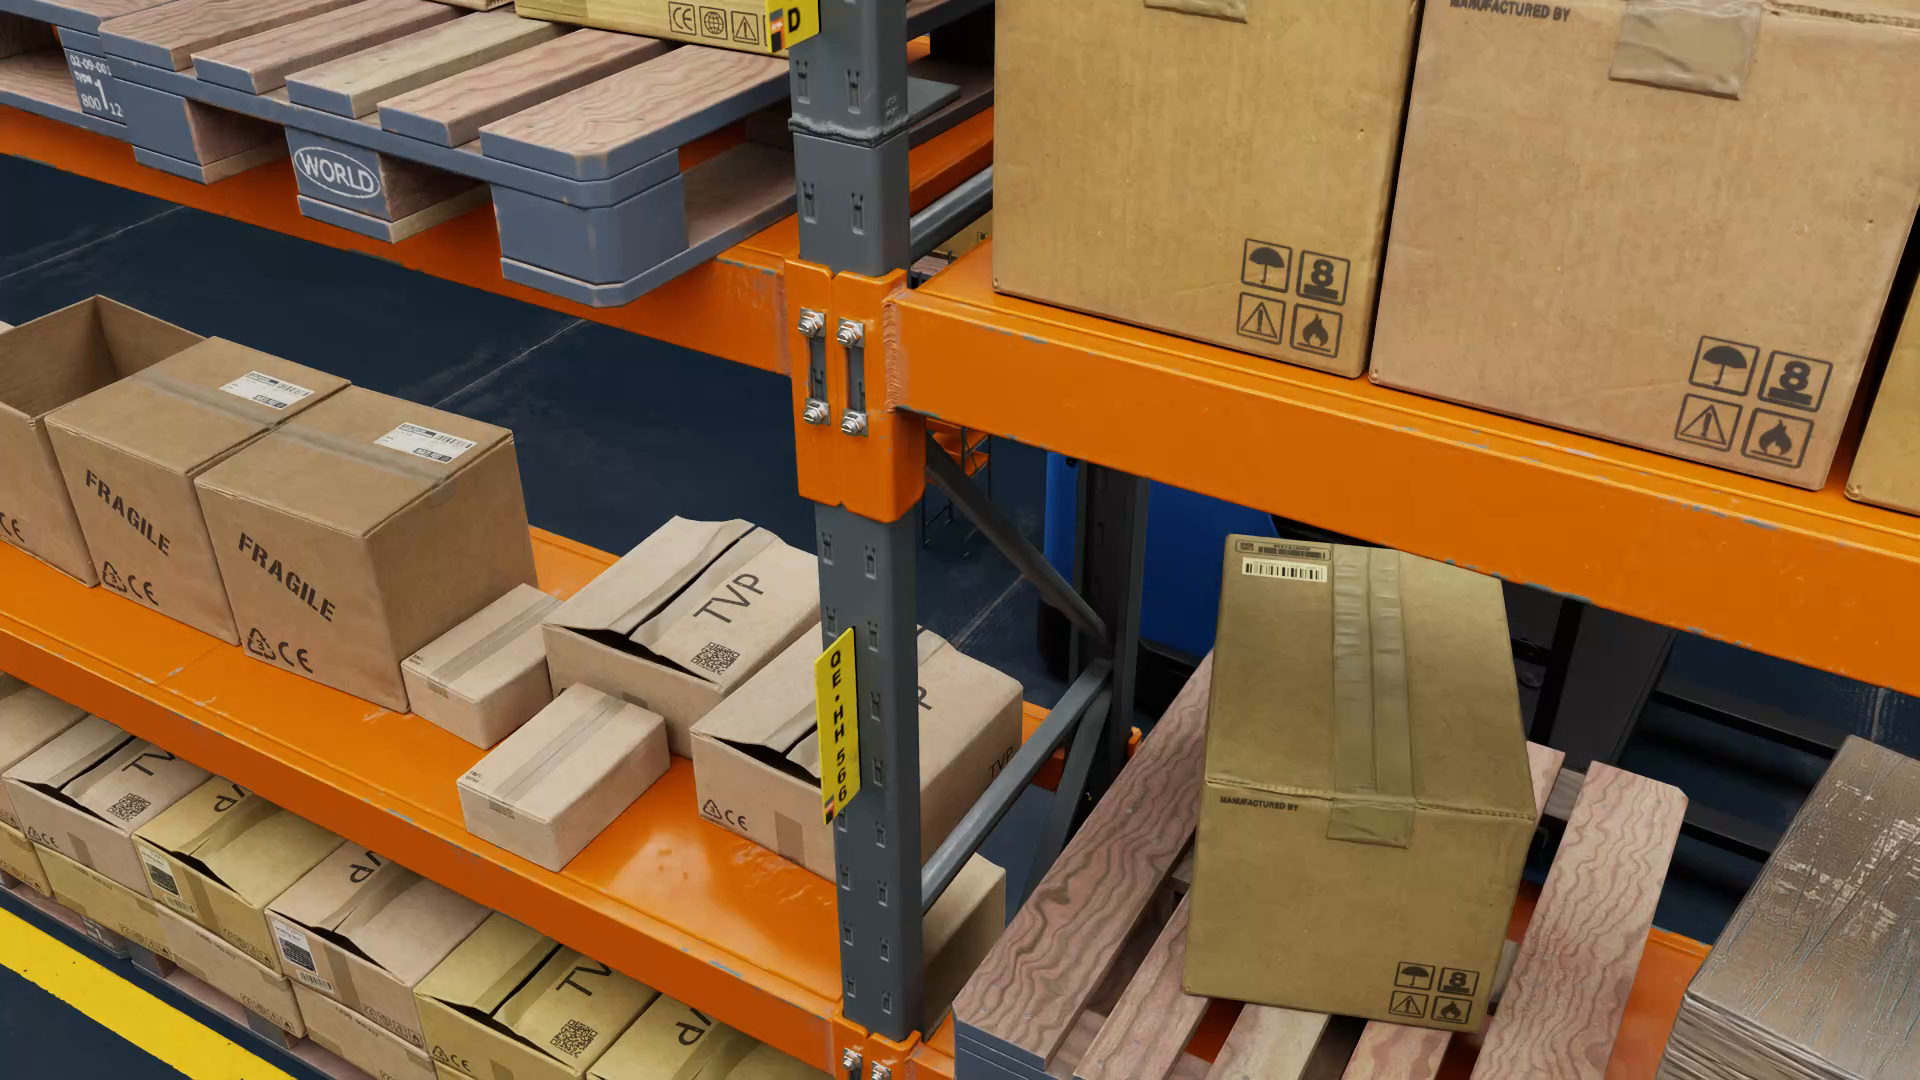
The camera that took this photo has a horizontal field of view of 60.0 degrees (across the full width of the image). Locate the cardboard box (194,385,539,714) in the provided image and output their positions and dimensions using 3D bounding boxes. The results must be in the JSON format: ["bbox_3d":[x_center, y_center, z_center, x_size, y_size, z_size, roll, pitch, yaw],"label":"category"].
[{"bbox_3d":[-1.380,0.009,3.939,0.500,0.500,0.500,16,37,22],"label":"cardboard box"}]

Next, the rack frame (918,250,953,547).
[{"bbox_3d":[-0.092,-0.529,6.461,0.006,1.200,0.240,18,37,24],"label":"rack frame"}]

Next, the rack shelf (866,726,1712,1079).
[{"bbox_3d":[1.821,1.354,2.659,4.000,0.370,1.077,18,37,24],"label":"rack shelf"}]

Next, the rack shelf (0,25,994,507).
[{"bbox_3d":[-1.652,-0.995,3.480,4.000,0.370,1.077,18,37,24],"label":"rack shelf"}]

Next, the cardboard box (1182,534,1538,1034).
[{"bbox_3d":[0.687,0.407,2.963,0.500,0.500,0.700,6,34,9],"label":"cardboard box"}]

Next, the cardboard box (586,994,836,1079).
[{"bbox_3d":[-0.492,1.215,3.815,0.500,0.311,0.500,19,38,26],"label":"cardboard box"}]

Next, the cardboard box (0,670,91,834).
[{"bbox_3d":[-2.721,0.515,4.867,0.500,0.311,0.500,17,37,24],"label":"cardboard box"}]

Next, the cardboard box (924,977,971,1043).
[{"bbox_3d":[-0.224,1.189,4.360,0.500,0.250,0.500,17,37,24],"label":"cardboard box"}]

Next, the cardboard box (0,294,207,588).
[{"bbox_3d":[-2.272,-0.273,4.364,0.500,0.500,0.500,20,39,28],"label":"cardboard box"}]

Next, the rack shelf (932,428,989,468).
[{"bbox_3d":[-0.013,-0.367,6.515,0.180,0.103,0.258,18,37,24],"label":"rack shelf"}]

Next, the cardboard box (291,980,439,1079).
[{"bbox_3d":[-1.377,1.167,4.393,0.500,0.250,0.500,18,38,25],"label":"cardboard box"}]

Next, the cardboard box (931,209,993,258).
[{"bbox_3d":[0.187,-1.811,8.621,0.500,0.500,0.700,17,37,23],"label":"cardboard box"}]

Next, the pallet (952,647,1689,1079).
[{"bbox_3d":[0.708,0.737,3.110,1.003,0.211,1.213,18,37,24],"label":"pallet"}]

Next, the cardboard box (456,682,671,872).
[{"bbox_3d":[-0.833,0.495,3.527,0.250,0.149,0.380,18,37,24],"label":"cardboard box"}]

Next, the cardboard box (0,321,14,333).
[{"bbox_3d":[-2.939,-0.419,4.808,0.500,0.250,0.500,20,39,27],"label":"cardboard box"}]

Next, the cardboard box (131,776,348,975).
[{"bbox_3d":[-1.817,0.796,4.444,0.500,0.311,0.500,19,38,26],"label":"cardboard box"}]

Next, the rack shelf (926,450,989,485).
[{"bbox_3d":[-0.013,-0.267,6.581,0.180,0.103,0.258,18,37,24],"label":"rack shelf"}]

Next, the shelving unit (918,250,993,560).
[{"bbox_3d":[-0.013,-0.503,6.423,0.189,1.200,0.258,18,37,24],"label":"shelving unit"}]

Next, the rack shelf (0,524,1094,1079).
[{"bbox_3d":[-1.652,0.254,4.311,4.000,0.370,1.077,18,37,24],"label":"rack shelf"}]

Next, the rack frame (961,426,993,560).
[{"bbox_3d":[0.067,-0.478,6.386,0.006,1.200,0.240,18,37,24],"label":"rack frame"}]

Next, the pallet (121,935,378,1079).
[{"bbox_3d":[-1.666,1.084,4.932,1.213,0.211,1.003,18,37,24],"label":"pallet"}]

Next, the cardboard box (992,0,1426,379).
[{"bbox_3d":[0.480,-0.682,2.271,0.500,0.500,0.910,18,37,24],"label":"cardboard box"}]

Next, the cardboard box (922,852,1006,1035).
[{"bbox_3d":[-0.224,0.955,4.205,0.500,0.311,0.500,19,38,26],"label":"cardboard box"}]

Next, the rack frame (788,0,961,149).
[{"bbox_3d":[0.085,-1.992,1.623,0.127,3.000,1.000,18,37,24],"label":"rack frame"}]

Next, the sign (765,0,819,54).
[{"bbox_3d":[-0.198,-0.727,1.892,0.005,0.325,0.100,18,37,24],"label":"sign"}]

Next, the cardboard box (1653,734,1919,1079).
[{"bbox_3d":[1.387,0.751,2.448,0.500,0.500,0.700,25,41,33],"label":"cardboard box"}]

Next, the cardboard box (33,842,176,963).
[{"bbox_3d":[-2.267,0.887,4.814,0.500,0.250,0.500,16,37,23],"label":"cardboard box"}]

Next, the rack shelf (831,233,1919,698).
[{"bbox_3d":[1.821,0.106,1.828,4.000,0.370,1.077,18,37,24],"label":"rack shelf"}]

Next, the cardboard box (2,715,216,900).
[{"bbox_3d":[-2.271,0.656,4.654,0.500,0.311,0.500,16,37,23],"label":"cardboard box"}]

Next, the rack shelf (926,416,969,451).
[{"bbox_3d":[-0.013,-0.466,6.448,0.180,0.103,0.258,18,37,24],"label":"rack shelf"}]

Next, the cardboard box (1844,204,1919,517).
[{"bbox_3d":[1.375,-0.399,1.846,0.500,0.500,0.910,18,37,24],"label":"cardboard box"}]

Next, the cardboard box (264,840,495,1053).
[{"bbox_3d":[-1.383,0.935,4.235,0.500,0.311,0.500,17,37,24],"label":"cardboard box"}]

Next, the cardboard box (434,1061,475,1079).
[{"bbox_3d":[-0.942,1.307,4.183,0.500,0.250,0.500,17,37,24],"label":"cardboard box"}]

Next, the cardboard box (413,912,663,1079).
[{"bbox_3d":[-0.947,1.076,4.025,0.500,0.311,0.500,17,37,24],"label":"cardboard box"}]

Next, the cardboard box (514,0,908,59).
[{"bbox_3d":[-0.337,-0.954,2.526,0.500,0.250,0.500,15,36,21],"label":"cardboard box"}]

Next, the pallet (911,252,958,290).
[{"bbox_3d":[-0.257,-1.606,8.972,1.213,0.211,1.003,18,37,24],"label":"pallet"}]

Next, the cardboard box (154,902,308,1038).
[{"bbox_3d":[-1.825,1.027,4.603,0.500,0.250,0.500,18,38,25],"label":"cardboard box"}]

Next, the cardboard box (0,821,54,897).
[{"bbox_3d":[-2.718,0.746,5.026,0.500,0.250,0.500,19,38,26],"label":"cardboard box"}]

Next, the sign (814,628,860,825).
[{"bbox_3d":[-0.188,0.291,2.563,0.005,0.325,0.100,18,37,24],"label":"sign"}]

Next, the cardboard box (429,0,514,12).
[{"bbox_3d":[-0.801,-1.089,2.730,0.500,0.250,0.500,19,38,26],"label":"cardboard box"}]

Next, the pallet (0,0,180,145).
[{"bbox_3d":[-1.521,-1.115,3.182,1.213,0.211,1.003,19,38,27],"label":"pallet"}]

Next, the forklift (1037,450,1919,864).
[{"bbox_3d":[1.796,-0.551,4.933,3.031,2.935,1.130,20,38,27],"label":"forklift"}]

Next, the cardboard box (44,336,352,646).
[{"bbox_3d":[-1.837,-0.135,4.157,0.500,0.500,0.500,18,38,24],"label":"cardboard box"}]

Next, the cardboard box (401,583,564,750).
[{"bbox_3d":[-1.050,0.286,3.842,0.250,0.149,0.380,21,39,28],"label":"cardboard box"}]

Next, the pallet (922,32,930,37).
[{"bbox_3d":[-0.342,-2.620,8.152,1.213,0.211,1.003,18,37,24],"label":"pallet"}]

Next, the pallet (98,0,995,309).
[{"bbox_3d":[-0.549,-0.809,2.723,1.003,0.211,1.213,19,38,27],"label":"pallet"}]

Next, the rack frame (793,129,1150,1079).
[{"bbox_3d":[0.085,0.505,3.286,0.127,3.000,1.000,18,37,24],"label":"rack frame"}]

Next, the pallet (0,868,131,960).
[{"bbox_3d":[-2.729,0.749,5.435,1.213,0.211,1.003,18,37,24],"label":"pallet"}]

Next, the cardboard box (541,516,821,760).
[{"bbox_3d":[-0.596,0.203,3.820,0.500,0.311,0.500,17,37,24],"label":"cardboard box"}]

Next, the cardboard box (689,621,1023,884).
[{"bbox_3d":[-0.209,0.421,3.492,0.500,0.311,0.500,20,39,27],"label":"cardboard box"}]

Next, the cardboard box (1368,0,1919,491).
[{"bbox_3d":[0.923,-0.542,2.060,0.500,0.500,0.910,18,37,24],"label":"cardboard box"}]
